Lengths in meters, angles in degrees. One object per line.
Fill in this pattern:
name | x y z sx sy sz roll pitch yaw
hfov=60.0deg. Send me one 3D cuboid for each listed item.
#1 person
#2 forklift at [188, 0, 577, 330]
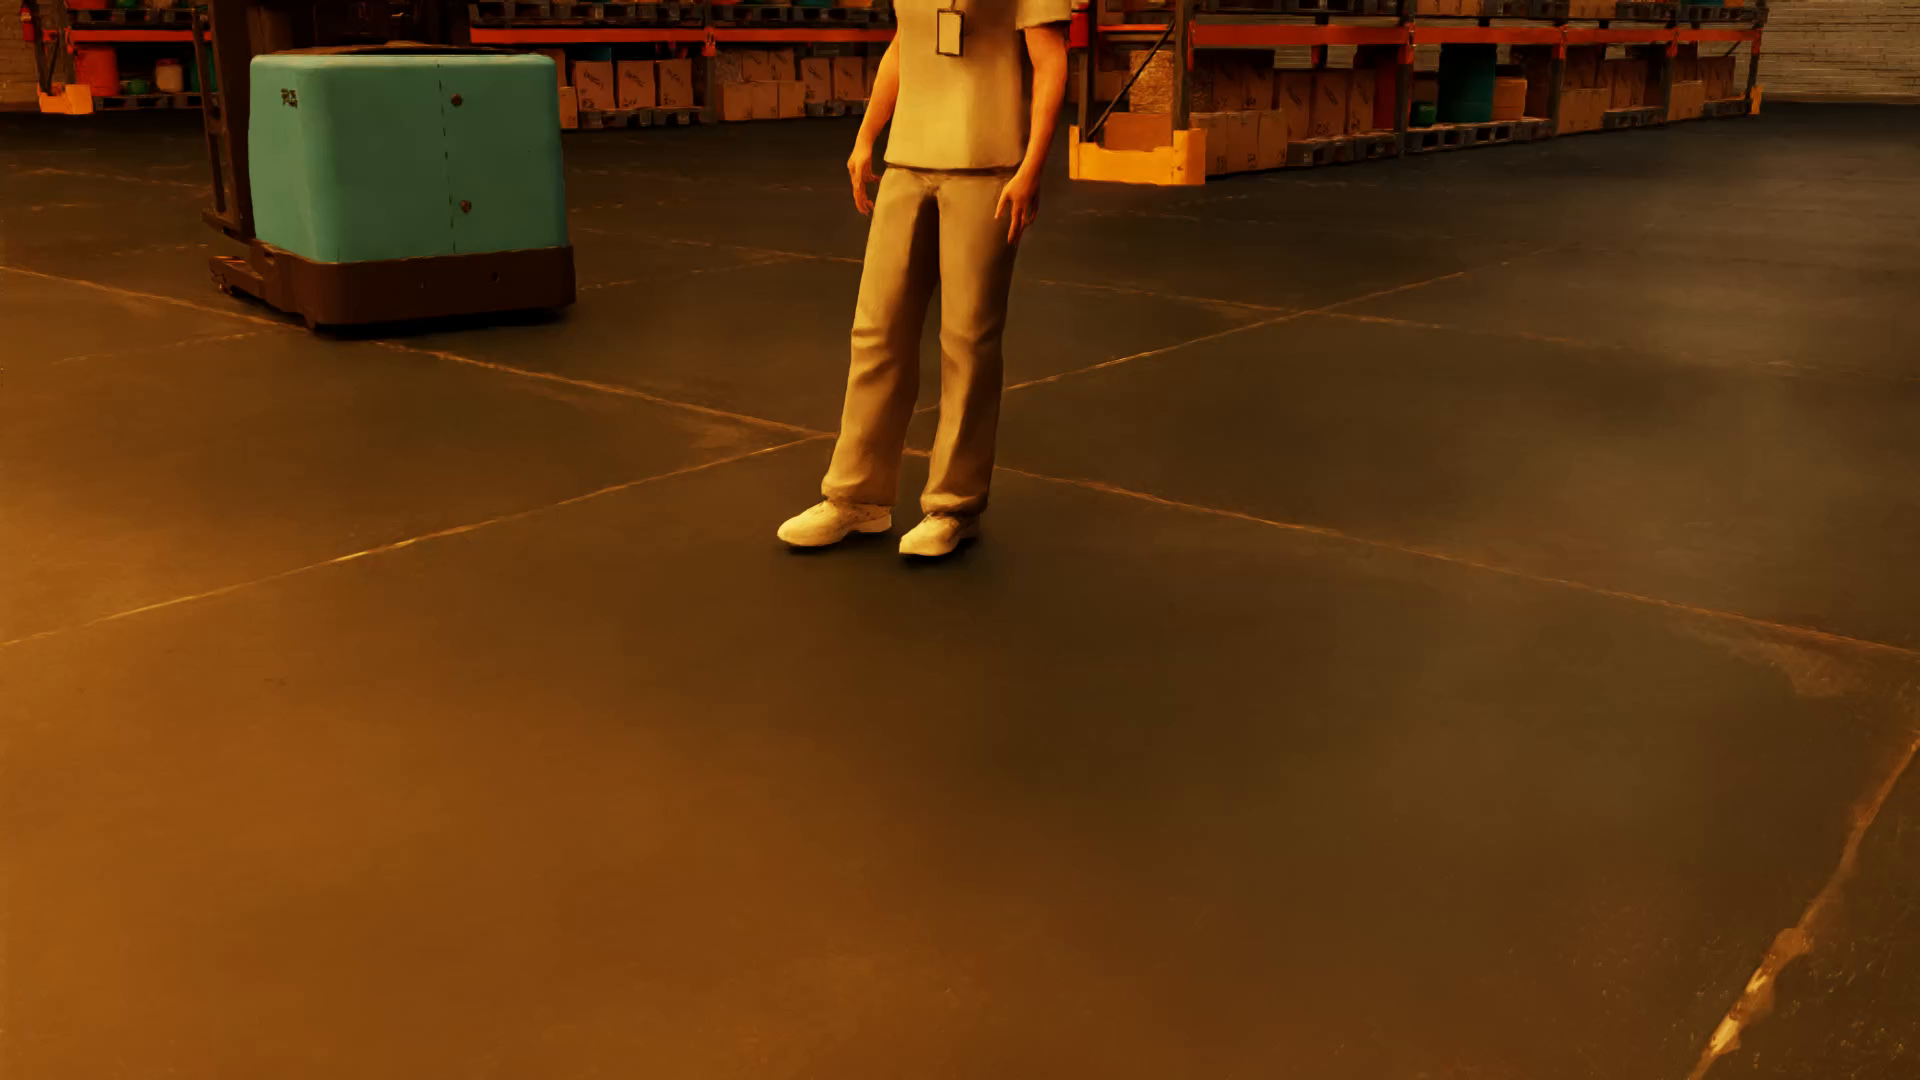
person | -0.057 -0.794 3.650 0.550 1.674 0.548 13 21 37
forklift | -2.871 -2.600 7.459 1.130 2.935 3.031 -12 20 -33
